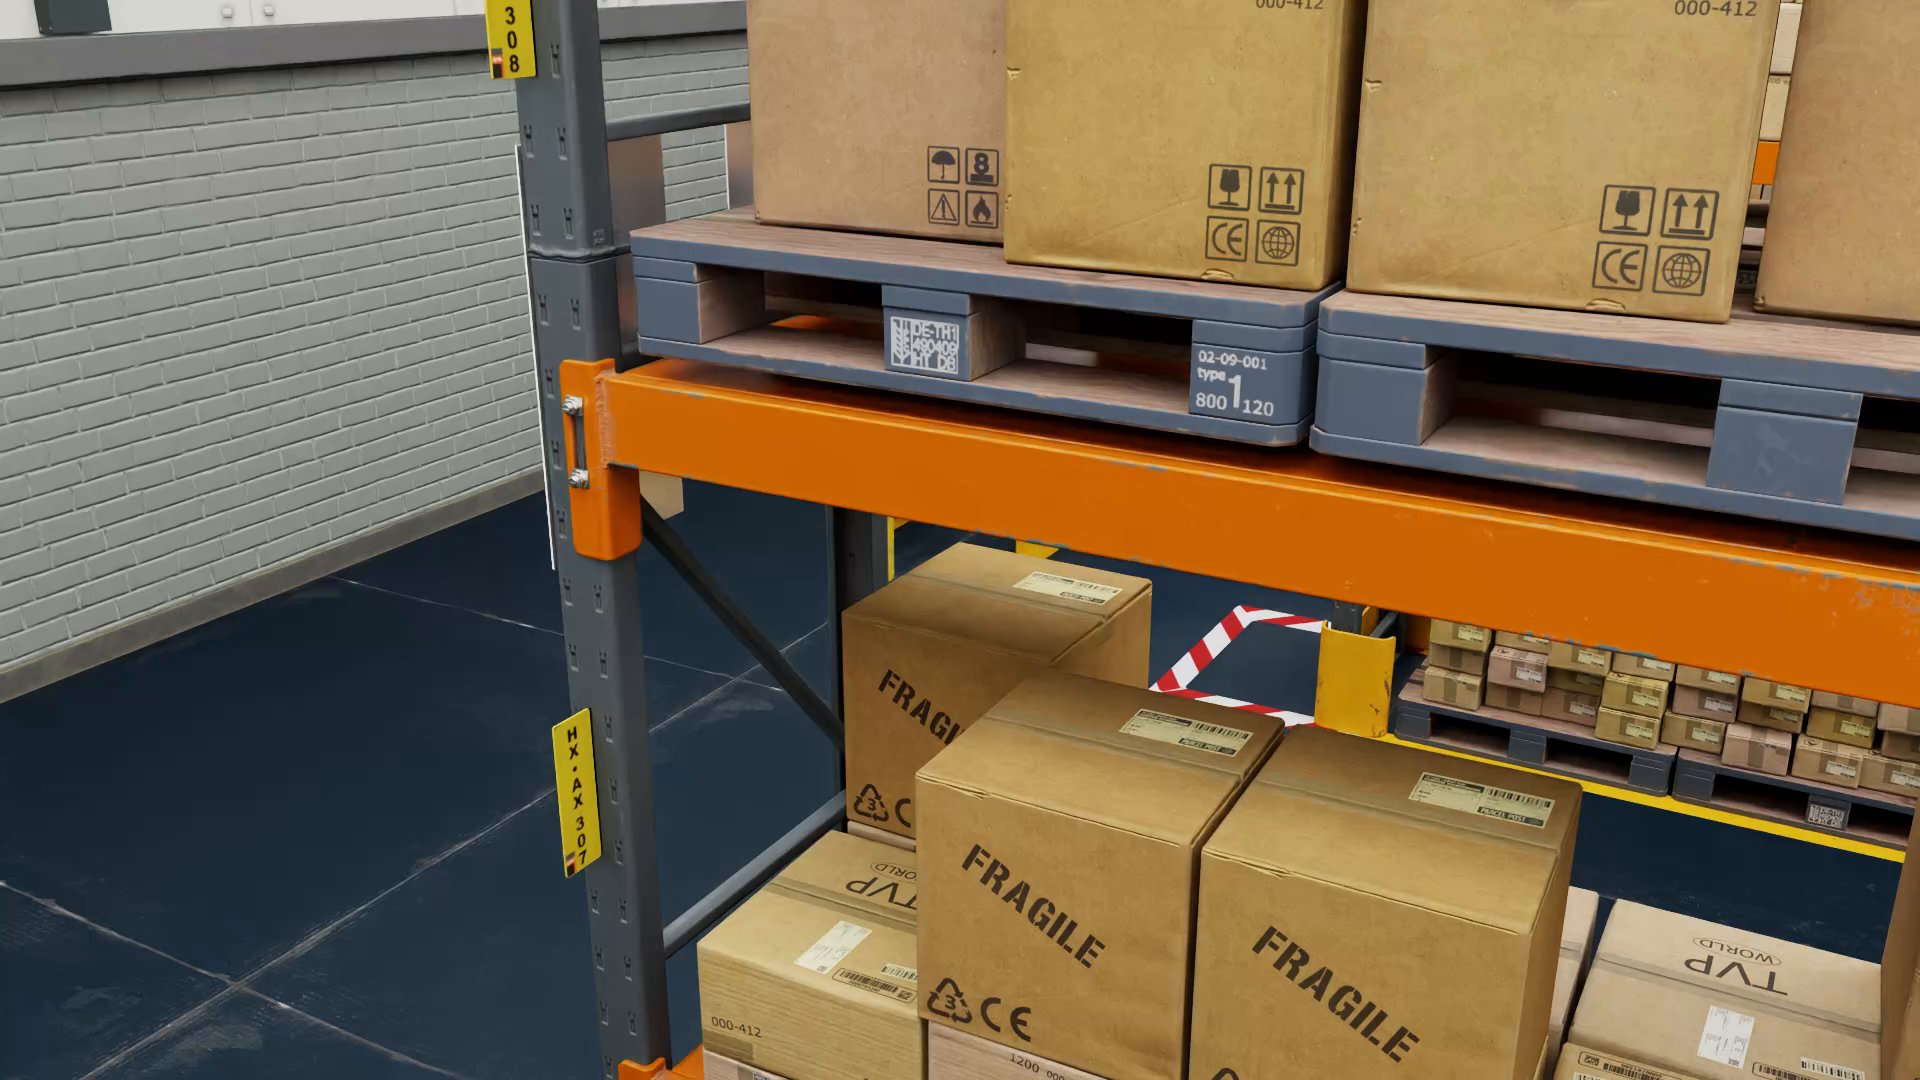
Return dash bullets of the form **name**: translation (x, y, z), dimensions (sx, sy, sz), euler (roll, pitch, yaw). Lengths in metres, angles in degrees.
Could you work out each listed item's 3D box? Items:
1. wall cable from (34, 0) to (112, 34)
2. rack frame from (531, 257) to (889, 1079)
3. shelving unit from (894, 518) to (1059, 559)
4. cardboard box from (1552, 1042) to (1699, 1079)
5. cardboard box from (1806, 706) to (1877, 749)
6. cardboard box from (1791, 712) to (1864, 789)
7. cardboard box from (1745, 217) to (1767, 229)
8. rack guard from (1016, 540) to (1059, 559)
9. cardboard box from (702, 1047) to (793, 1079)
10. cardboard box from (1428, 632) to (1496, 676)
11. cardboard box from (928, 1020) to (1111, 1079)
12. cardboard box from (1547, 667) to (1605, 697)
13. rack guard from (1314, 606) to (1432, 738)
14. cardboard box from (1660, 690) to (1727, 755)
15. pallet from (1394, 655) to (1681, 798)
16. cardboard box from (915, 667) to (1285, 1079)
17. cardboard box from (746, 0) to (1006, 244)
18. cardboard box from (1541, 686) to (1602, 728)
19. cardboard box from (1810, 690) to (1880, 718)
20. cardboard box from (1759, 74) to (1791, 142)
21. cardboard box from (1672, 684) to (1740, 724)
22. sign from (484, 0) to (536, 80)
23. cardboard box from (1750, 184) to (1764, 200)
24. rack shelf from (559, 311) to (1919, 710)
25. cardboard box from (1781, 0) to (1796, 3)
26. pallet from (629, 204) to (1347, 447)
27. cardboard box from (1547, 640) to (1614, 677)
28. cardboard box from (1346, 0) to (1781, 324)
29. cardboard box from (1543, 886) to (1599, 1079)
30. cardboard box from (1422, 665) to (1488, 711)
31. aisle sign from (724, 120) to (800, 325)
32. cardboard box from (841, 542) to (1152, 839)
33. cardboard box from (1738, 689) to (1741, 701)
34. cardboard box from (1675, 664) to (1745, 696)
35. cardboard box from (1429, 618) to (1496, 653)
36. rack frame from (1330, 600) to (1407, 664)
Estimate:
- **wall cable**: translation (-3.722, -5.527, 7.688), dimensions (0.120, 5.999, 2.277), euler (11, 23, 27)
- **rack frame**: translation (-0.466, 0.772, 3.839), dimensions (0.127, 3.000, 1.000), euler (11, 23, 27)
- **shelving unit**: translation (0.067, -0.692, 10.074), dimensions (1.083, 1.500, 0.587), euler (11, 23, 27)
- **cardboard box**: translation (1.173, 1.117, 2.671), dimensions (0.500, 0.250, 0.500), euler (10, 22, 26)
- **cardboard box**: translation (3.779, 0.727, 7.092), dimensions (0.250, 0.149, 0.380), euler (12, 23, 30)
- **cardboard box**: translation (3.699, 0.890, 7.076), dimensions (0.250, 0.149, 0.380), euler (11, 23, 27)
- **cardboard box**: translation (3.190, -1.016, 6.718), dimensions (0.500, 0.500, 0.500), euler (10, 22, 26)
- **rack guard**: translation (0.501, -0.022, 10.059), dimensions (0.087, 0.250, 0.587), euler (11, 23, 27)
- **cardboard box**: translation (-0.317, 1.047, 3.448), dimensions (0.250, 0.149, 0.380), euler (11, 23, 28)
- **cardboard box**: translation (2.373, 0.478, 7.776), dimensions (0.250, 0.149, 0.380), euler (12, 23, 30)
- **cardboard box**: translation (0.278, 0.947, 3.139), dimensions (0.500, 0.250, 0.500), euler (10, 22, 27)
- **cardboard box**: translation (2.841, 0.555, 7.564), dimensions (0.250, 0.149, 0.380), euler (11, 23, 28)
- **rack guard**: translation (2.107, 0.500, 8.254), dimensions (0.348, 0.500, 1.175), euler (11, 23, 27)
- **cardboard box**: translation (3.270, 0.785, 7.368), dimensions (0.250, 0.149, 0.380), euler (11, 23, 27)
- **pallet**: translation (2.799, 0.781, 7.902), dimensions (1.213, 0.211, 1.003), euler (11, 23, 27)
- **cardboard box**: translation (0.258, 0.593, 3.015), dimensions (0.500, 0.500, 0.500), euler (10, 22, 26)
- **cardboard box**: translation (0.014, -0.859, 3.027), dimensions (0.500, 0.500, 0.700), euler (9, 22, 24)
- **cardboard box**: translation (2.831, 0.696, 7.614), dimensions (0.250, 0.149, 0.380), euler (11, 23, 28)
- **cardboard box**: translation (3.757, 0.590, 7.033), dimensions (0.250, 0.149, 0.380), euler (11, 23, 27)
- **cardboard box**: translation (3.222, -1.706, 6.491), dimensions (0.500, 0.250, 0.500), euler (10, 22, 26)
- **cardboard box**: translation (3.290, 0.646, 7.314), dimensions (0.250, 0.149, 0.380), euler (10, 22, 25)
- **sign**: translation (-0.742, -0.922, 2.712), dimensions (0.005, 0.325, 0.100), euler (11, 23, 27)
- **cardboard box**: translation (5.101, -2.447, 11.099), dimensions (0.500, 0.500, 0.500), euler (10, 22, 26)
- **rack shelf**: translation (1.280, 0.032, 2.533), dimensions (4.000, 0.370, 1.077), euler (11, 23, 27)
- **cardboard box**: translation (3.116, -2.162, 6.429), dimensions (0.250, 0.149, 0.380), euler (12, 23, 29)
- **pallet**: translation (0.186, -0.476, 3.011), dimensions (1.213, 0.211, 1.003), euler (11, 23, 27)
- **cardboard box**: translation (2.789, 0.453, 7.409), dimensions (0.250, 0.149, 0.380), euler (11, 23, 27)
- **cardboard box**: translation (0.921, -0.658, 2.473), dimensions (0.500, 0.500, 0.700), euler (9, 22, 24)
- **cardboard box**: translation (0.973, 0.873, 3.343), dimensions (0.500, 0.250, 0.500), euler (10, 22, 25)
- **cardboard box**: translation (2.342, 0.637, 7.775), dimensions (0.250, 0.149, 0.380), euler (11, 23, 28)
- **aisle sign**: translation (-0.383, -0.552, 3.675), dimensions (0.004, 0.787, 0.394), euler (11, 23, 27)
- **cardboard box**: translation (0.087, 0.353, 3.678), dimensions (0.500, 0.500, 0.500), euler (11, 23, 28)
- **cardboard box**: translation (3.540, 0.623, 7.813), dimensions (0.250, 0.149, 0.380), euler (10, 22, 25)
- **cardboard box**: translation (3.284, 0.519, 7.228), dimensions (0.250, 0.149, 0.380), euler (12, 23, 29)
- **cardboard box**: translation (2.333, 0.363, 7.657), dimensions (0.250, 0.149, 0.380), euler (10, 22, 25)
- **rack frame**: translation (2.041, -0.688, 7.863), dimensions (0.127, 3.000, 1.000), euler (11, 23, 27)
